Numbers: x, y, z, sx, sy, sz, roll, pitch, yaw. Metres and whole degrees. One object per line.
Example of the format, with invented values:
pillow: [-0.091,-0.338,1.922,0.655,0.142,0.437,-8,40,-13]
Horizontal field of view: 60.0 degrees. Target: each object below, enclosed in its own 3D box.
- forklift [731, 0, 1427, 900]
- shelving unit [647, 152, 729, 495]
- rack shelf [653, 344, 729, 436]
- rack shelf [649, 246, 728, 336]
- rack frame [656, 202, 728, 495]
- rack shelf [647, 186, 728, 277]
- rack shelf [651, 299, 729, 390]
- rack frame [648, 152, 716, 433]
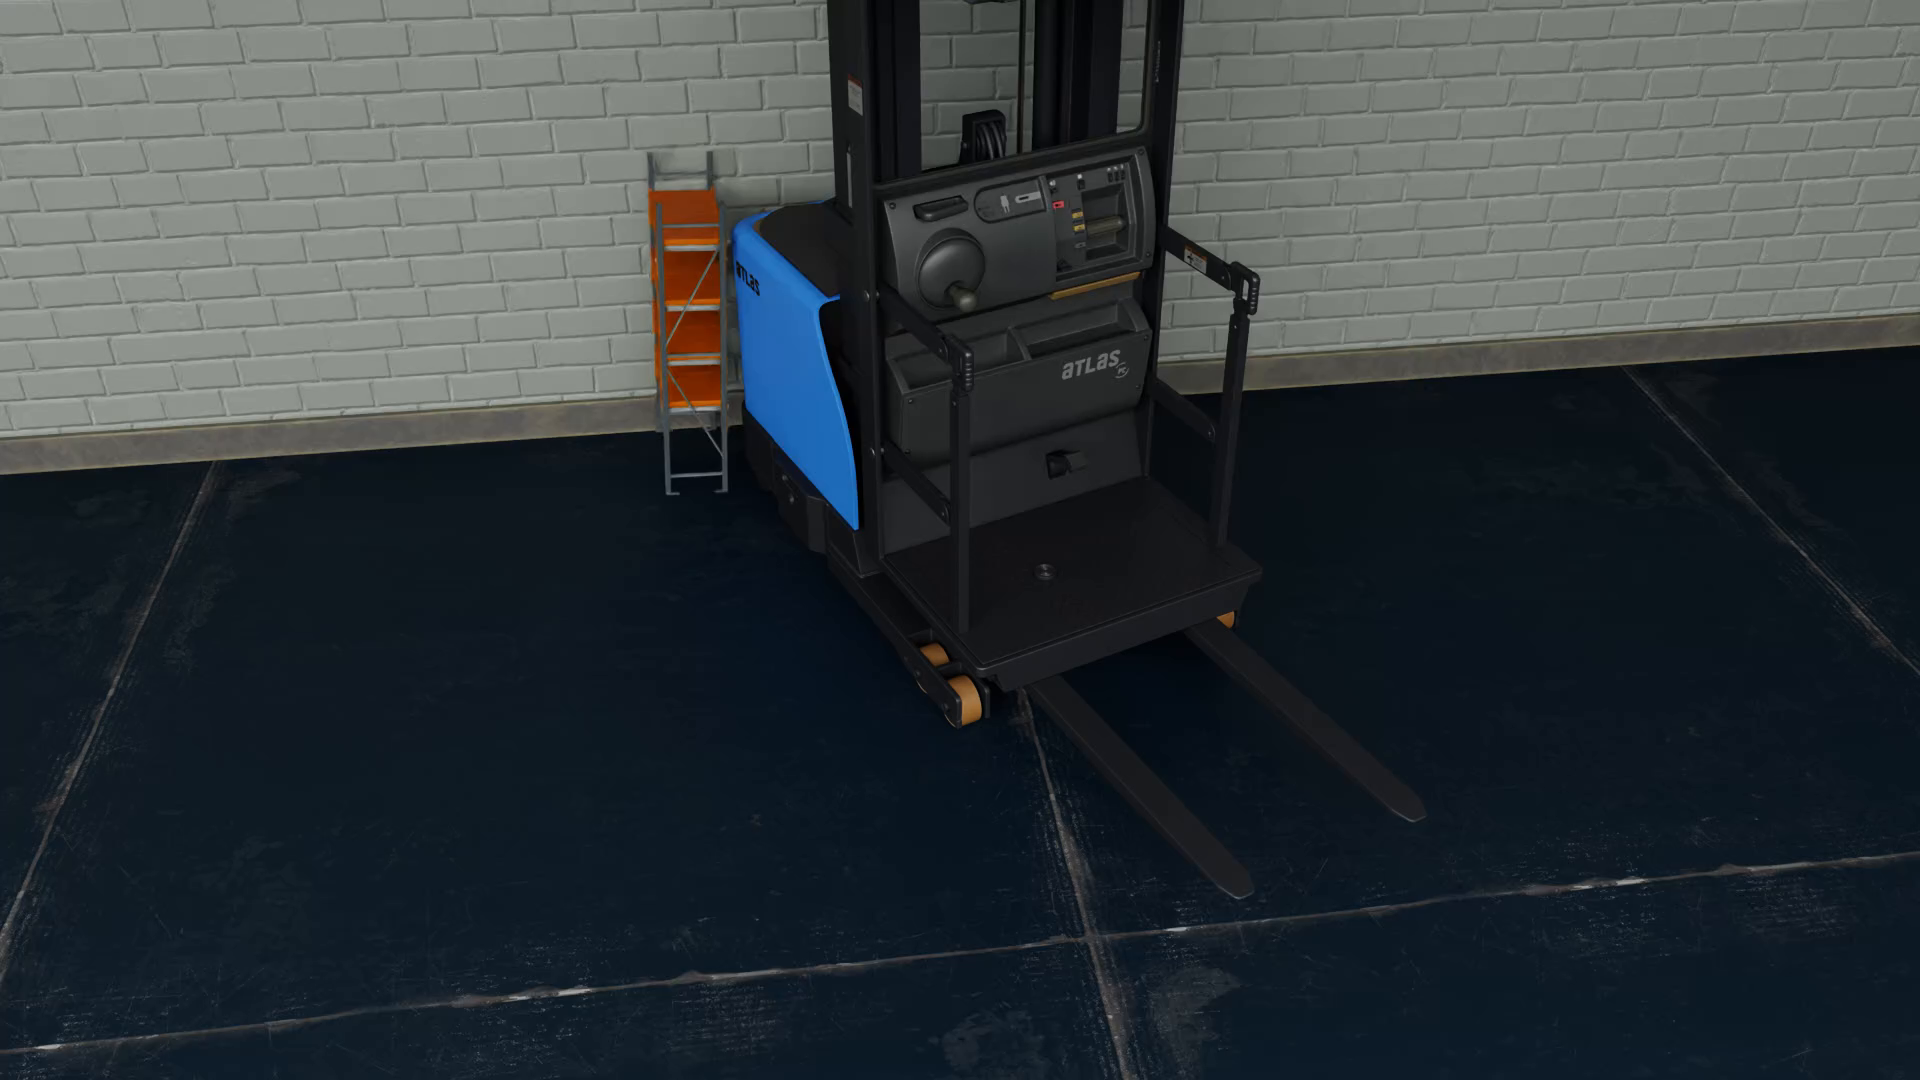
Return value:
forklift: [0.303,-0.903,4.972,1.130,2.935,3.031,-17,38,-24]
shelving unit: [-1.040,-0.819,6.371,0.258,1.200,0.503,-4,34,-12]
rack shelf: [-1.058,-0.598,6.518,0.258,0.148,0.480,-4,34,-12]
rack shelf: [-1.029,-0.949,6.285,0.258,0.148,0.480,-4,34,-12]
rack frame: [-0.988,-0.685,6.174,0.240,1.200,0.015,-4,34,-12]
rack shelf: [-1.013,-1.146,6.155,0.258,0.148,0.480,-4,34,-12]
rack shelf: [-1.044,-0.763,6.408,0.258,0.148,0.480,-4,34,-12]
rack frame: [-1.091,-0.954,6.568,0.240,1.200,0.015,-4,34,-12]
